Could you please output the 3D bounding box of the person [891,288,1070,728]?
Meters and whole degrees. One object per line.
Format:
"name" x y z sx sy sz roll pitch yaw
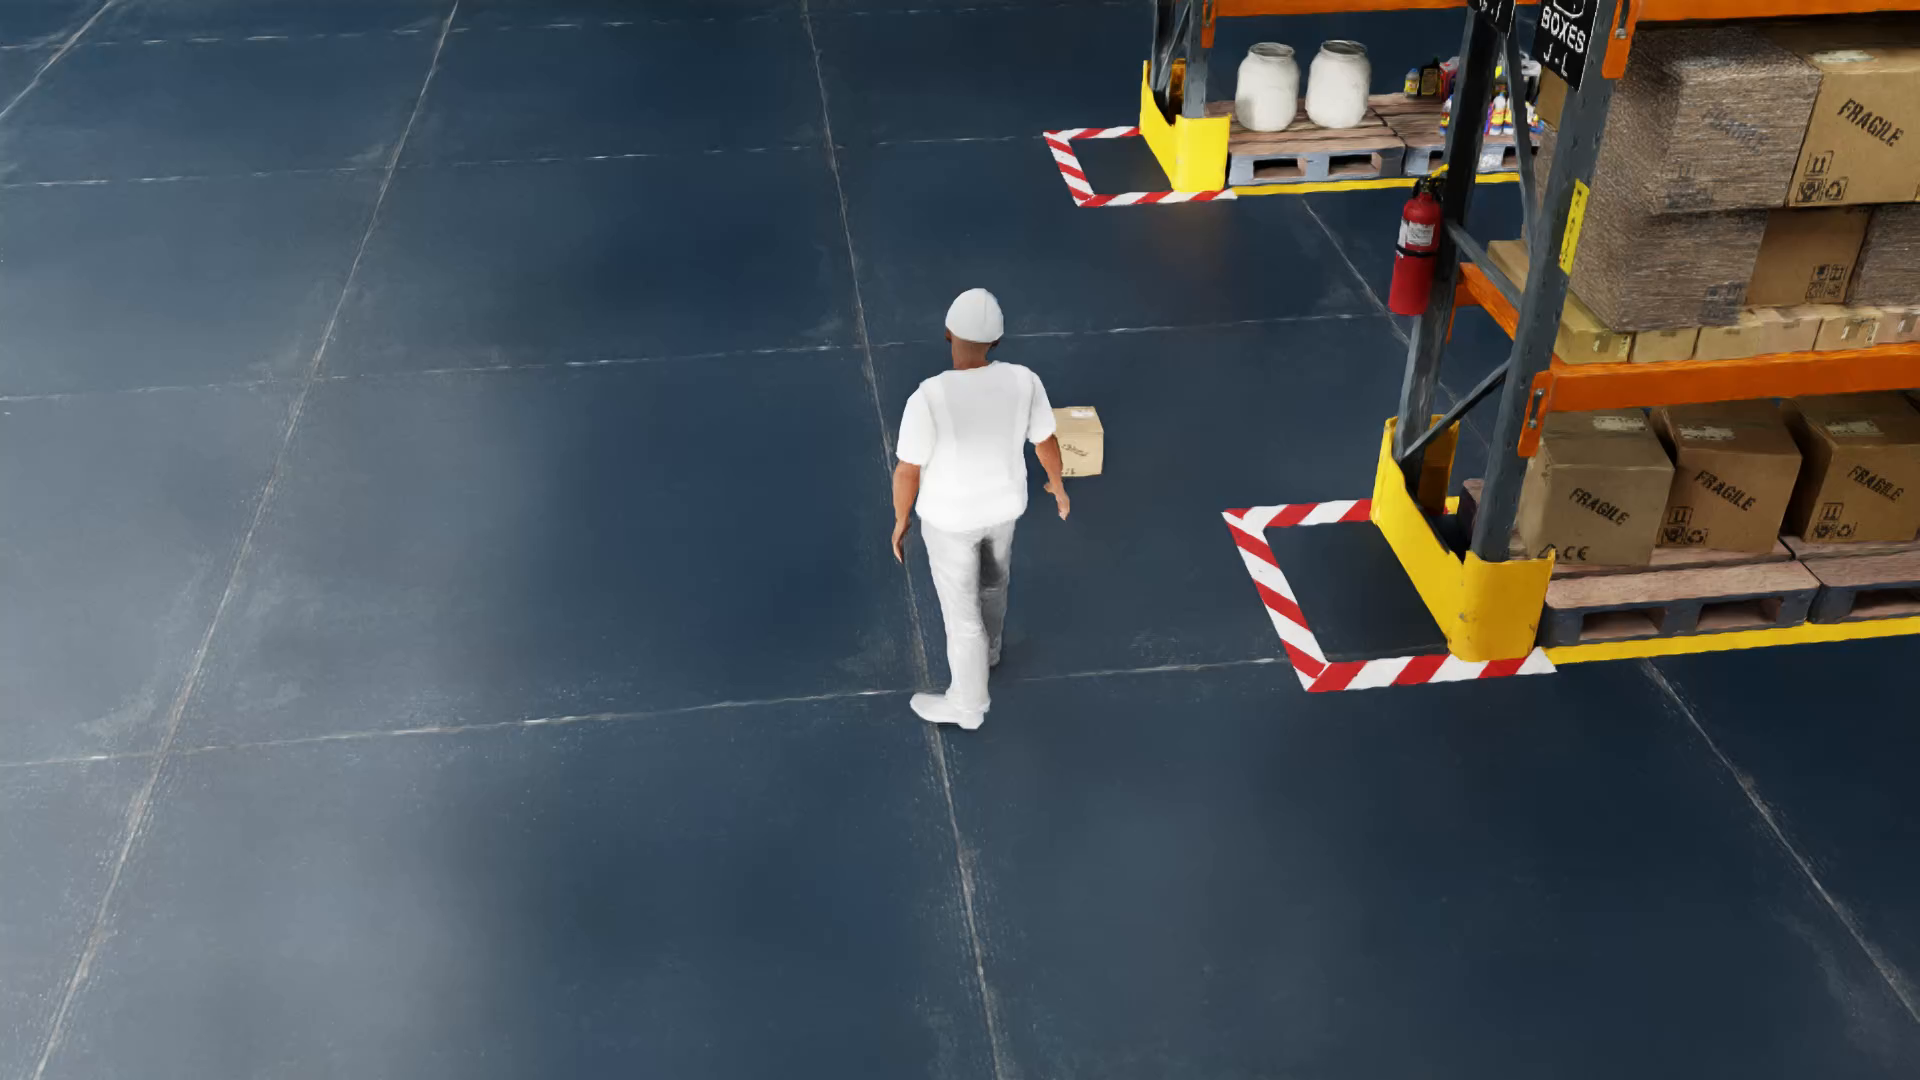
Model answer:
"person" 0.061 -0.162 6.342 0.730 1.765 0.631 -15 37 -21
